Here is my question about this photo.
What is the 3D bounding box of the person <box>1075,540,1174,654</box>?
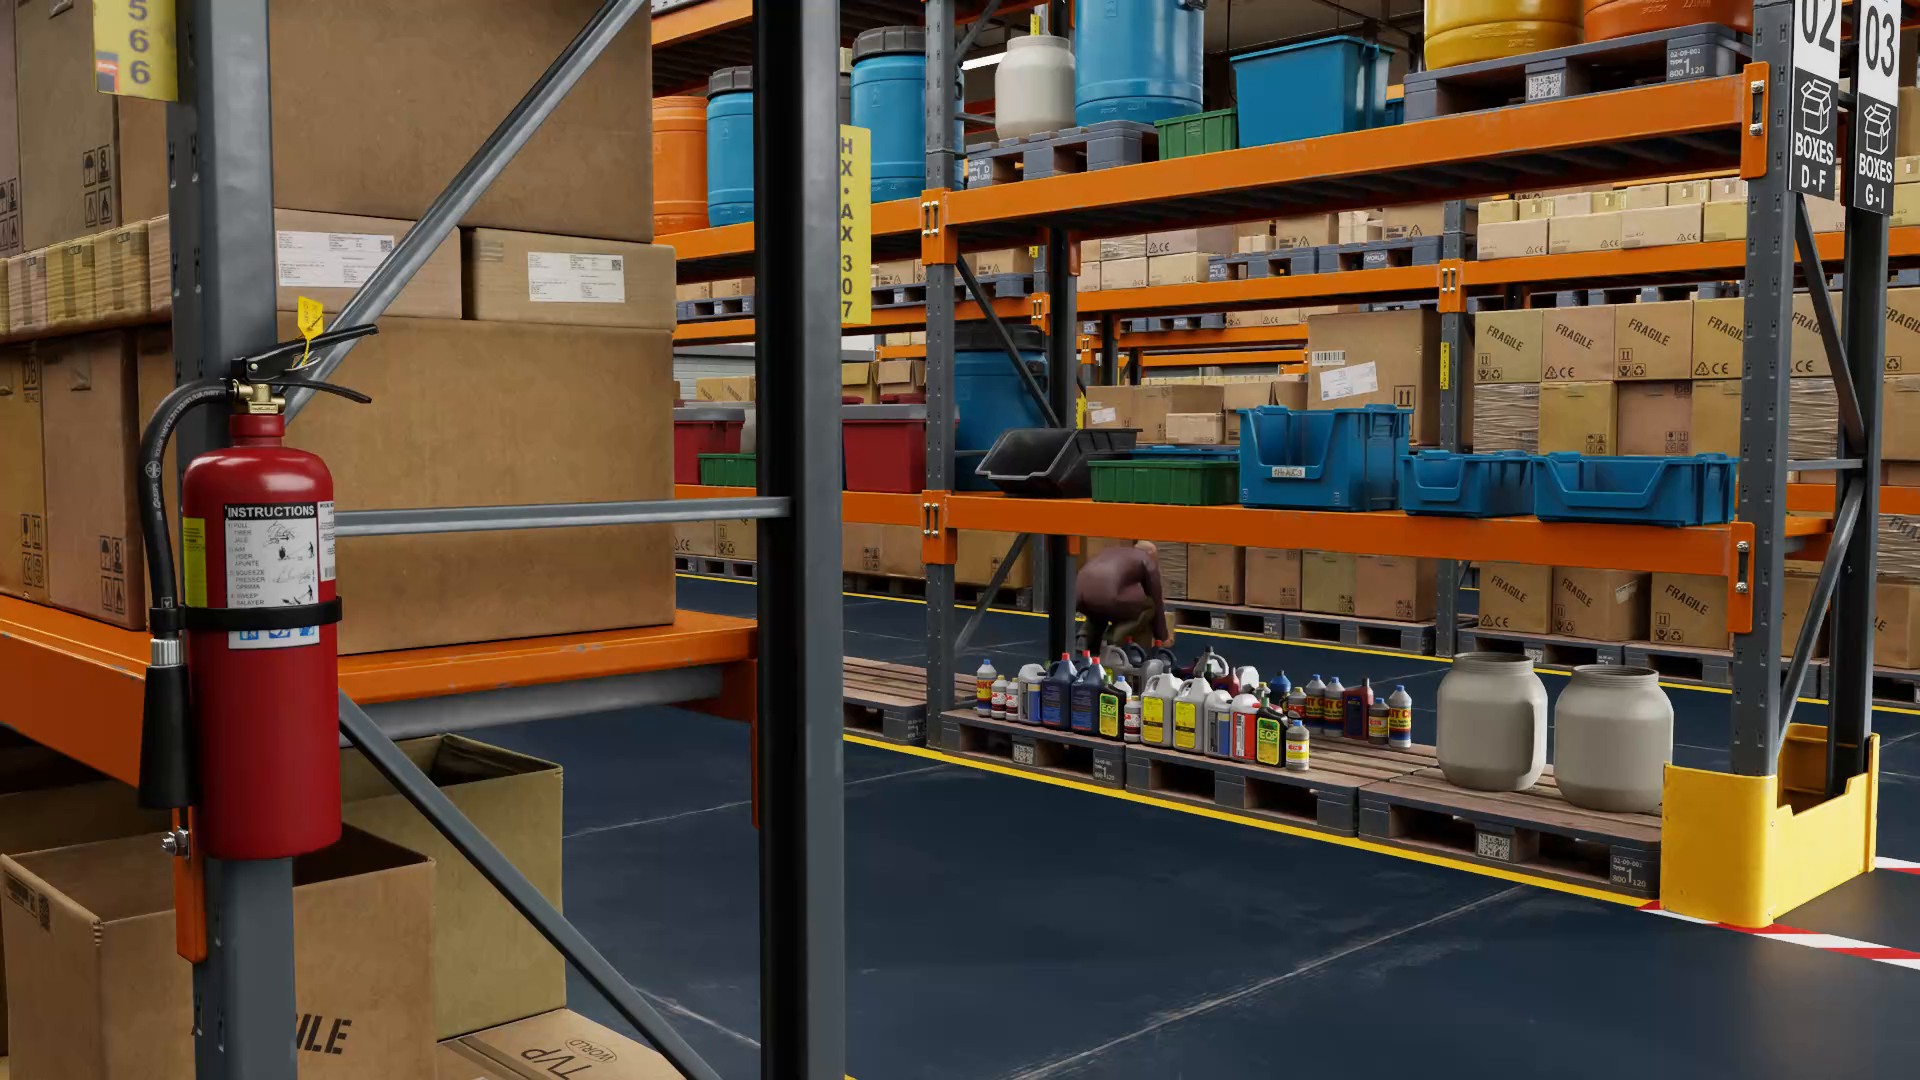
[{"bbox_3d":[1.192,0.460,12.320,0.930,0.881,0.581,-4,5,-45],"label":"person"}]
